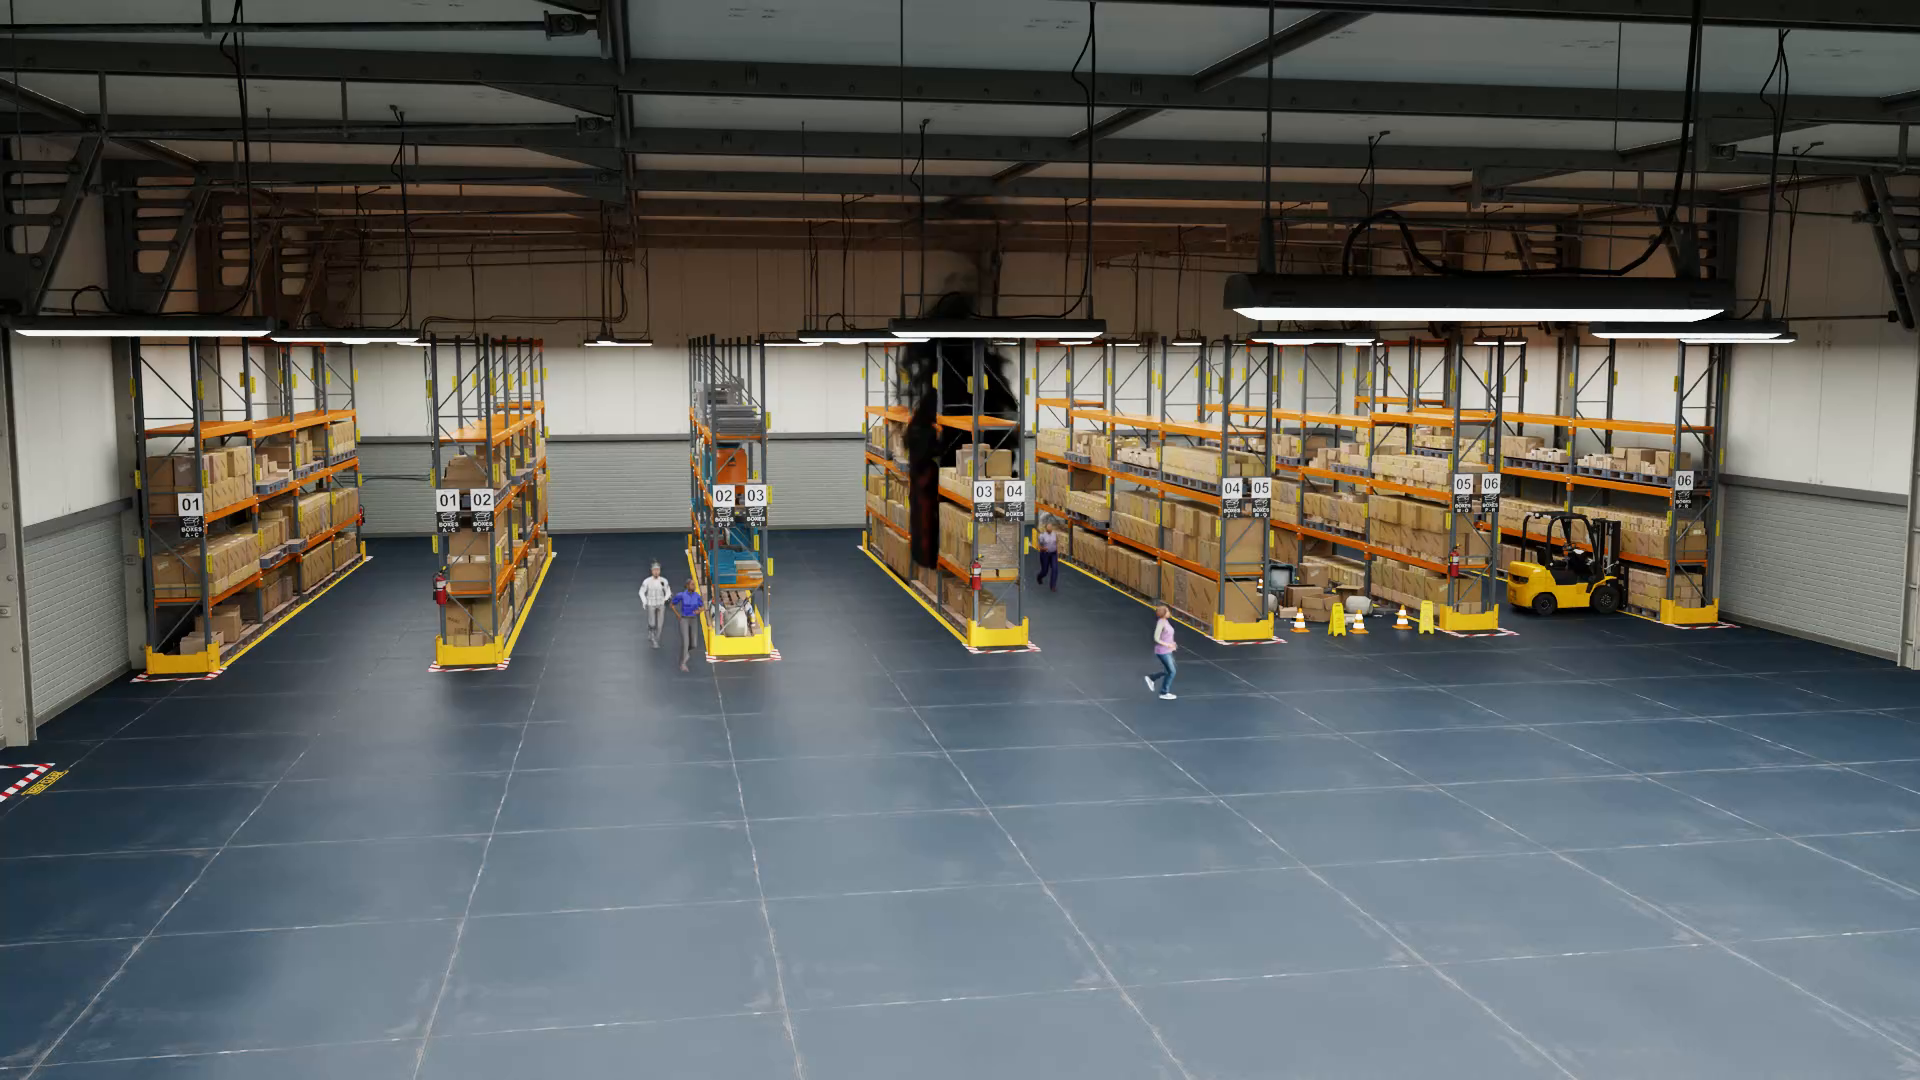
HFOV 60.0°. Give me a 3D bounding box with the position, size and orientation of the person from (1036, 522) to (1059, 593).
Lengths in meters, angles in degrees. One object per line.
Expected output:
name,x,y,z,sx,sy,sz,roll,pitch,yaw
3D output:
person,2.095,0.405,39.456,0.607,1.625,0.849,-3,7,-21

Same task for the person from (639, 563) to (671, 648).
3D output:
person,-5.831,1.256,31.899,0.600,1.644,0.540,-2,7,-16

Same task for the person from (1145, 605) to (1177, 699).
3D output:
person,3.304,1.835,27.265,0.566,1.547,0.534,2,7,19

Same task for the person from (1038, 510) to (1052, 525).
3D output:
person,2.571,-0.792,49.854,0.647,1.621,0.574,-1,7,-6

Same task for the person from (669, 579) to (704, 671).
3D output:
person,-4.903,1.506,30.059,0.608,1.626,0.778,-4,8,-34
